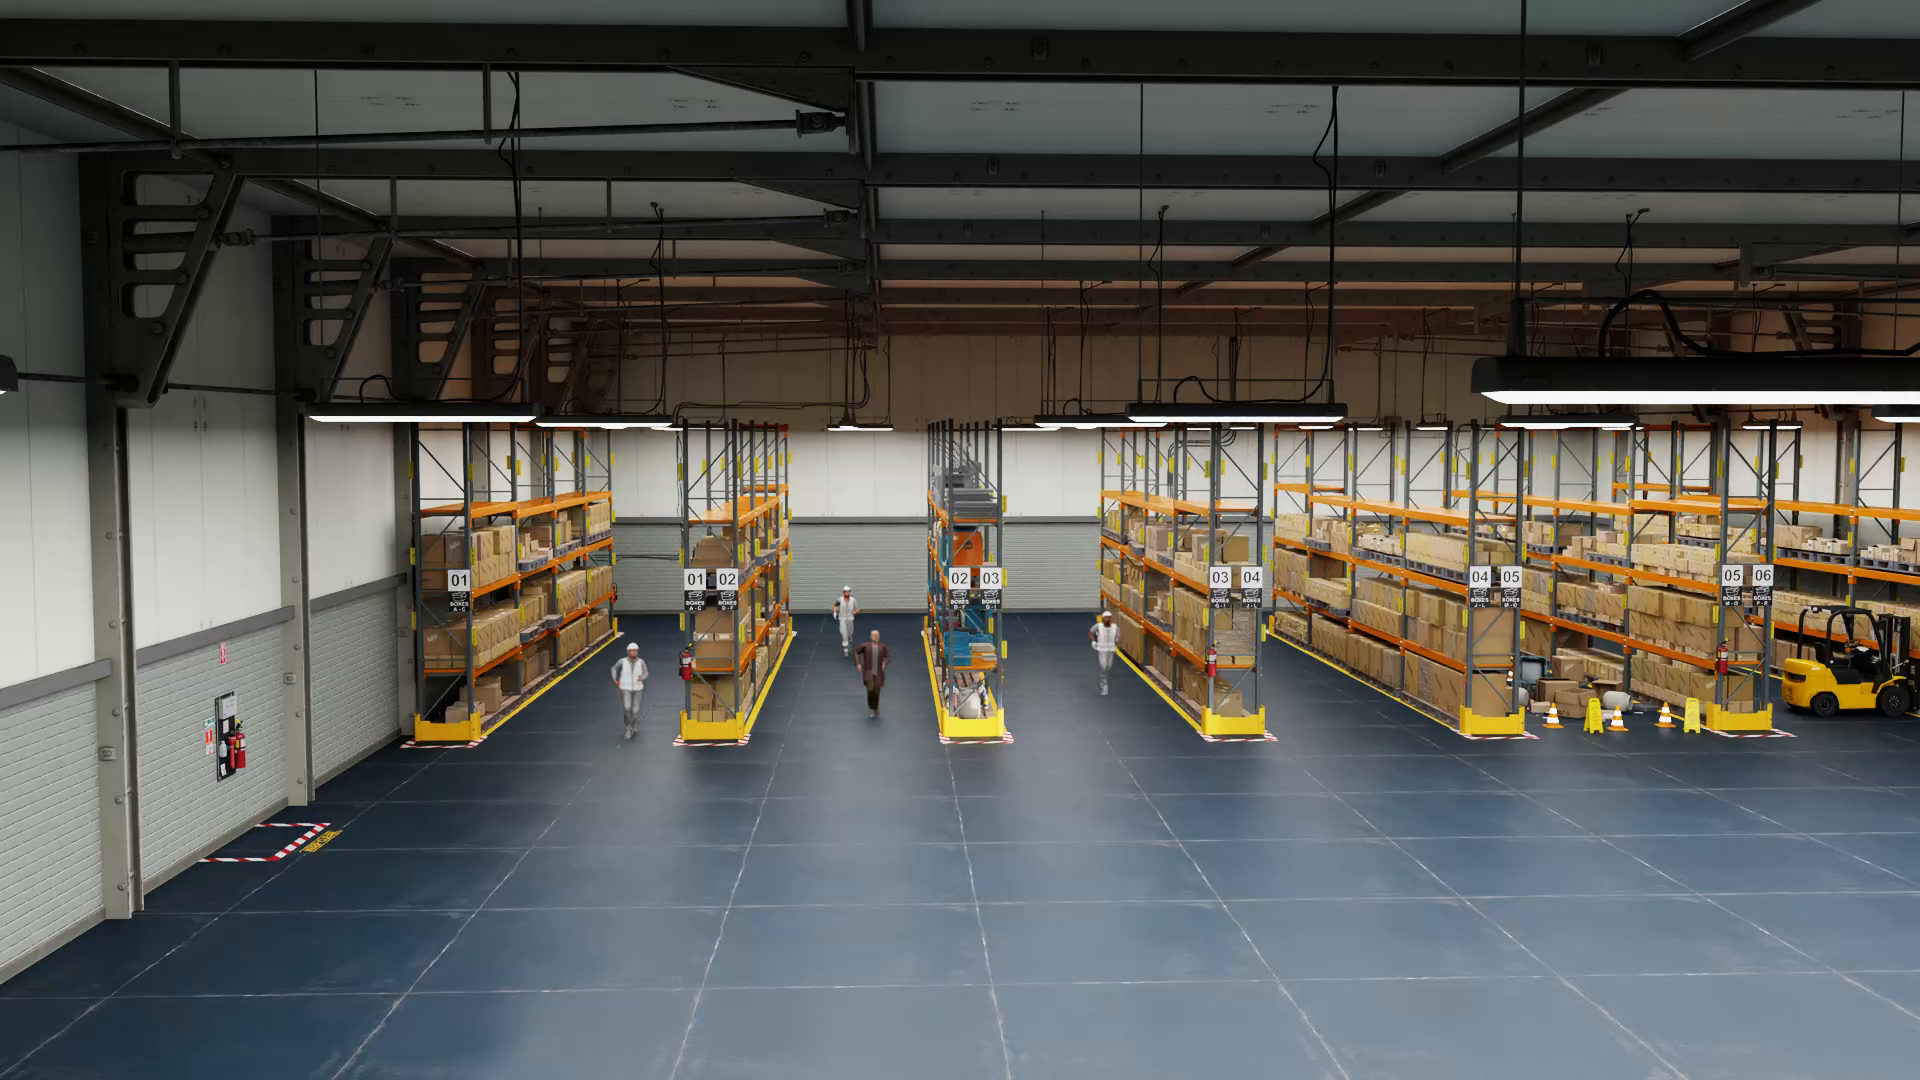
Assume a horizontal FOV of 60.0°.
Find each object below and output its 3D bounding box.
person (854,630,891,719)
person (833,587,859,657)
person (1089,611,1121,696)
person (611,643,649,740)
[{"bbox_3d":[-1.743,2.702,33.496,0.716,1.767,0.777,-1,4,-15],"label":"person"},{"bbox_3d":[-2.925,2.074,42.687,0.656,1.764,1.044,-1,4,-12],"label":"person"},{"bbox_3d":[3.226,2.401,36.667,0.659,1.673,0.806,-1,4,-16],"label":"person"},{"bbox_3d":[-6.217,2.842,31.429,0.650,1.802,0.744,-2,4,-23],"label":"person"}]
